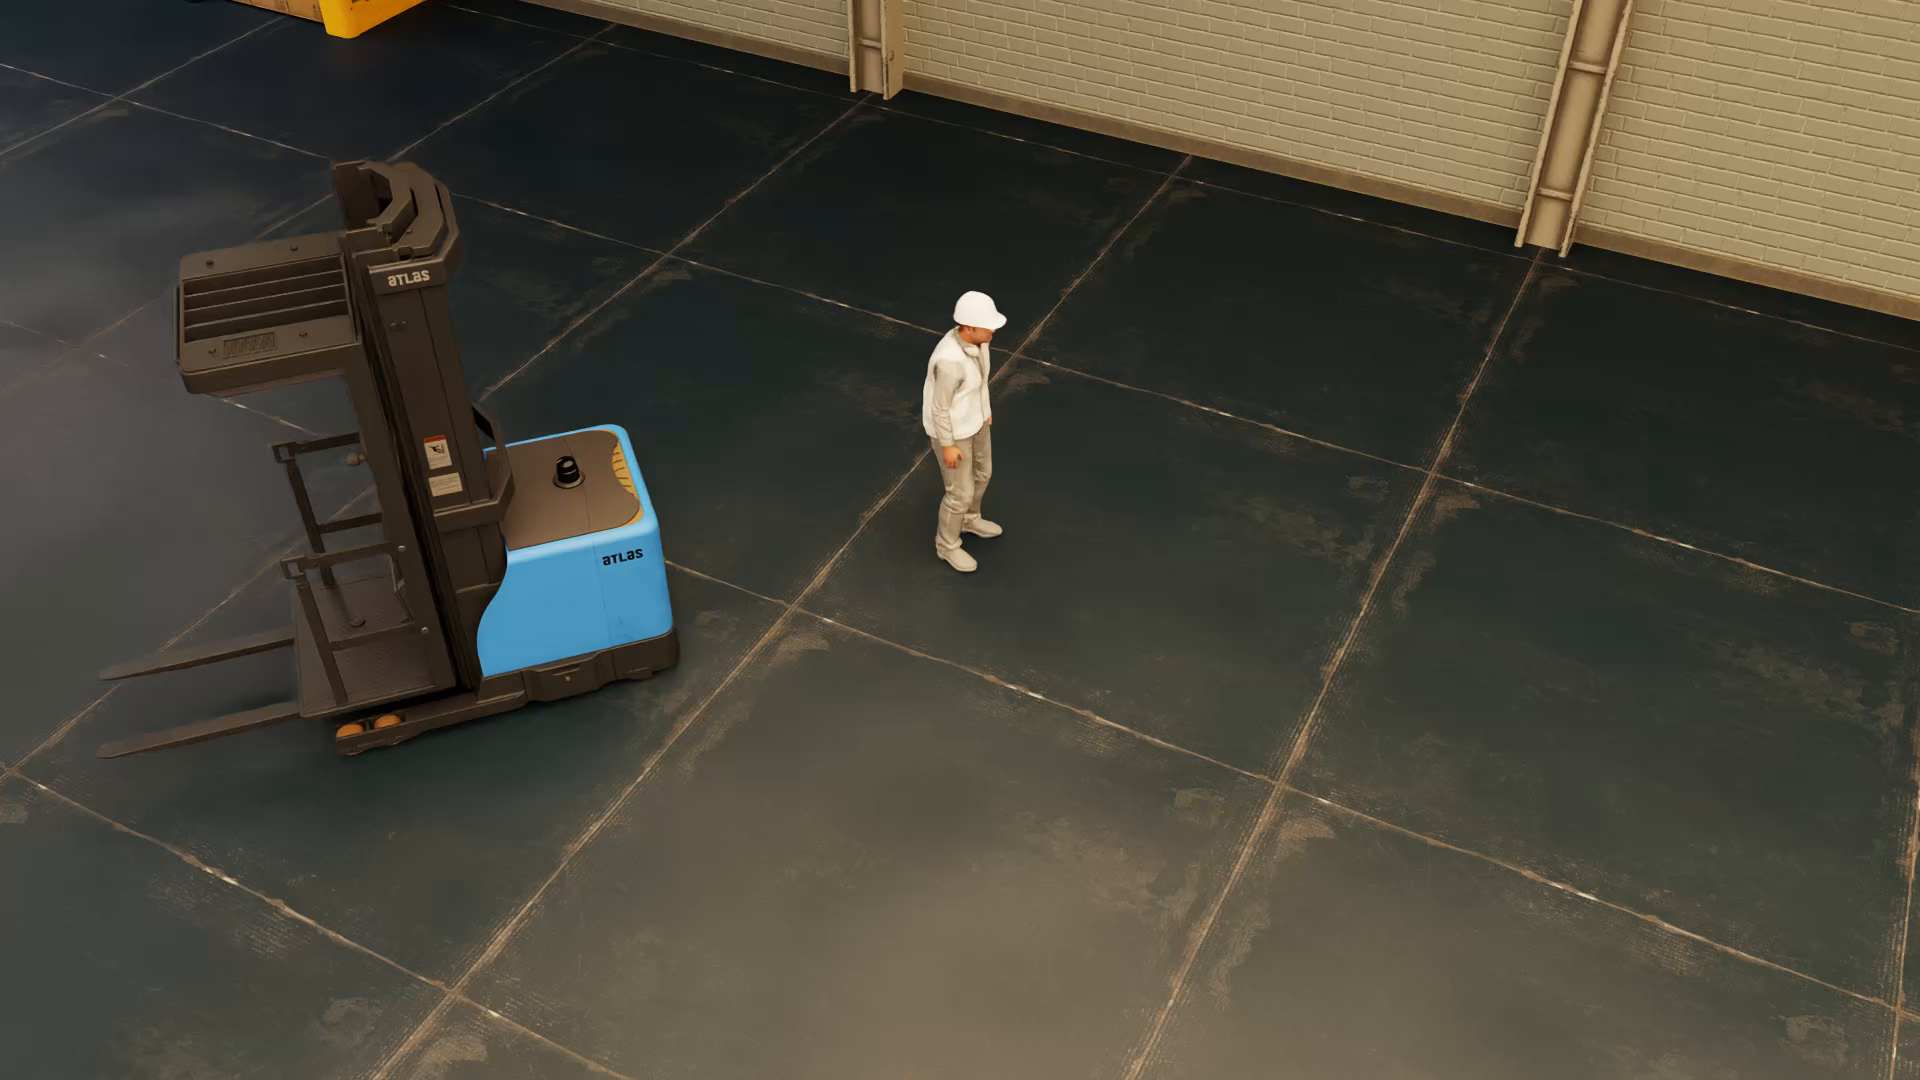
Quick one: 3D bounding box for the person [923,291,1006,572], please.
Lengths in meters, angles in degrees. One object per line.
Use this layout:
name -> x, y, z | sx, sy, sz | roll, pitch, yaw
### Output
person -> 0.026, -0.675, 9.690 | 0.463, 1.770, 0.580 | 17, 43, 19

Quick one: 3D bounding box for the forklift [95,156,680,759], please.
forklift -> -3.150, -0.359, 8.412 | 3.031, 2.935, 1.130 | -13, 42, -15
